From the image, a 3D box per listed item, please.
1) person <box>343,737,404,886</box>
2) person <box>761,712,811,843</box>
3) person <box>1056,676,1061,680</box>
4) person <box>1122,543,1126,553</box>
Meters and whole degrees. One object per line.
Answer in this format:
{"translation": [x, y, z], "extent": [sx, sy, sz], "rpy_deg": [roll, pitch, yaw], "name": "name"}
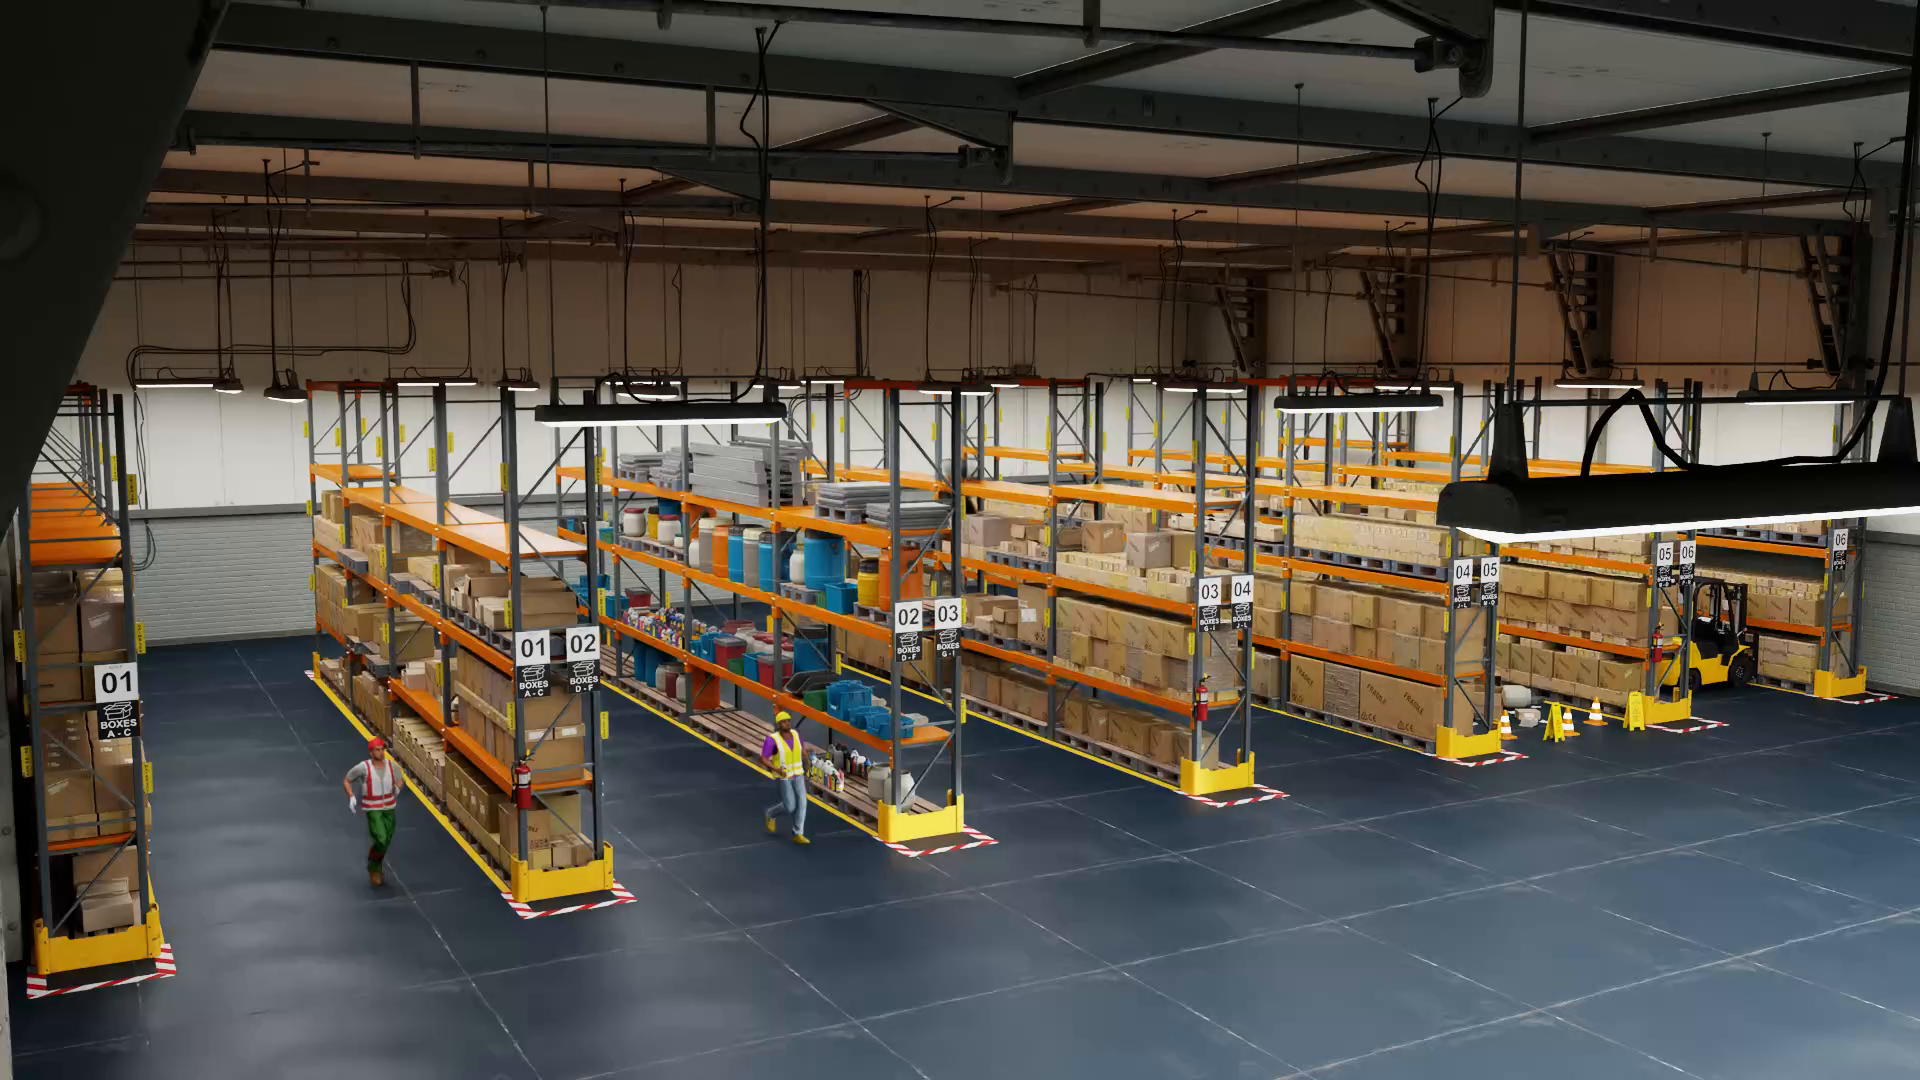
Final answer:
{"translation": [-7.055, 3.295, 20.214], "extent": [0.709, 1.792, 0.641], "rpy_deg": [6, 8, 43], "name": "person"}
{"translation": [-2.232, 3.140, 22.093], "extent": [0.706, 1.706, 0.766], "rpy_deg": [-5, 8, -37], "name": "person"}
{"translation": [2.093, 1.781, 31.882], "extent": [0.686, 1.842, 0.812], "rpy_deg": [-4, 8, -36], "name": "person"}
{"translation": [4.440, 0.731, 44.707], "extent": [0.838, 1.706, 0.775], "rpy_deg": [1, 6, 14], "name": "person"}
